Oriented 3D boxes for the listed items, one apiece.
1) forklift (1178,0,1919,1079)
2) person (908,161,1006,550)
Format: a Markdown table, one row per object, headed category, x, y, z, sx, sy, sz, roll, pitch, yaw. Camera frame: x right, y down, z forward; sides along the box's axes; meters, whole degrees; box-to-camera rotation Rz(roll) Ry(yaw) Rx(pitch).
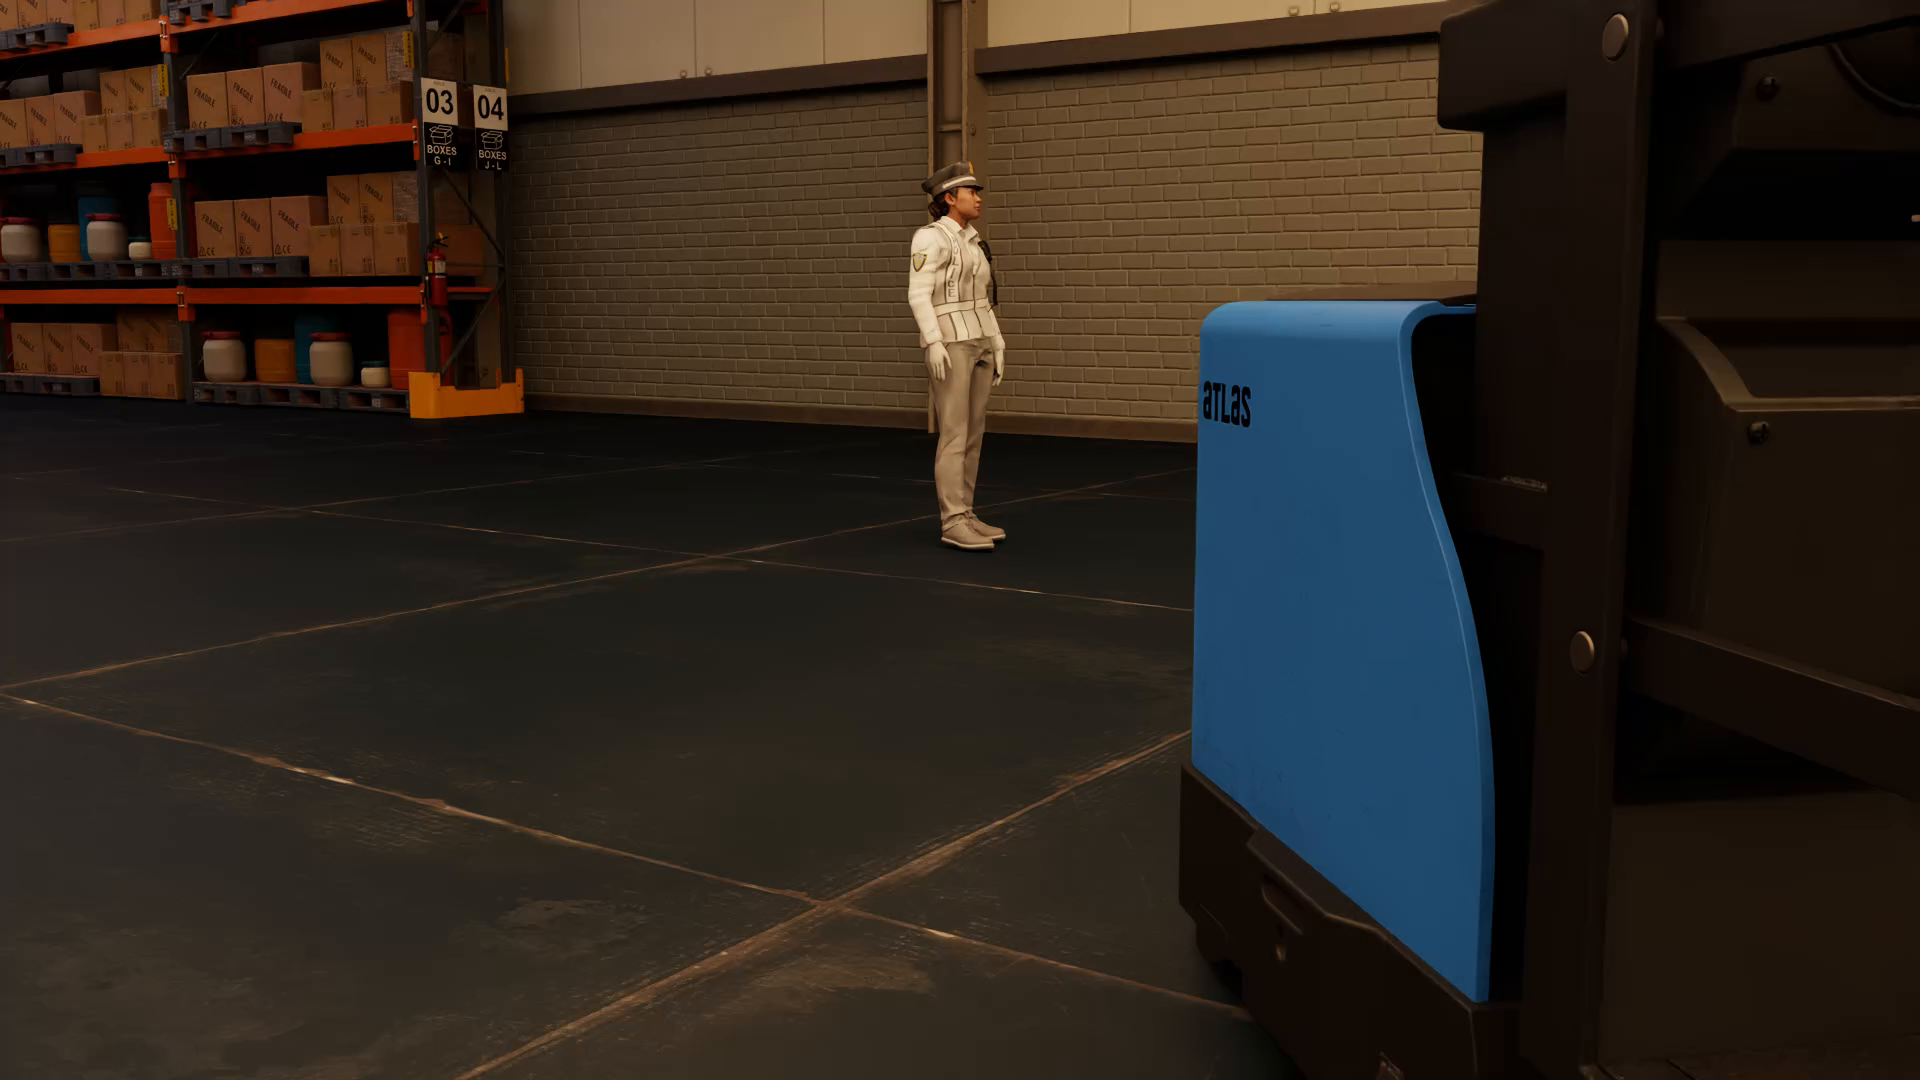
| category | x | y | z | sx | sy | sz | roll | pitch | yaw |
| --- | --- | --- | --- | --- | --- | --- | --- | --- | --- |
| forklift | 1.150 | -0.586 | 1.311 | 1.130 | 2.935 | 3.031 | -2 | 8 | -11 |
| person | 0.053 | -0.840 | 7.439 | 0.530 | 1.694 | 0.586 | 5 | 10 | 34 |
